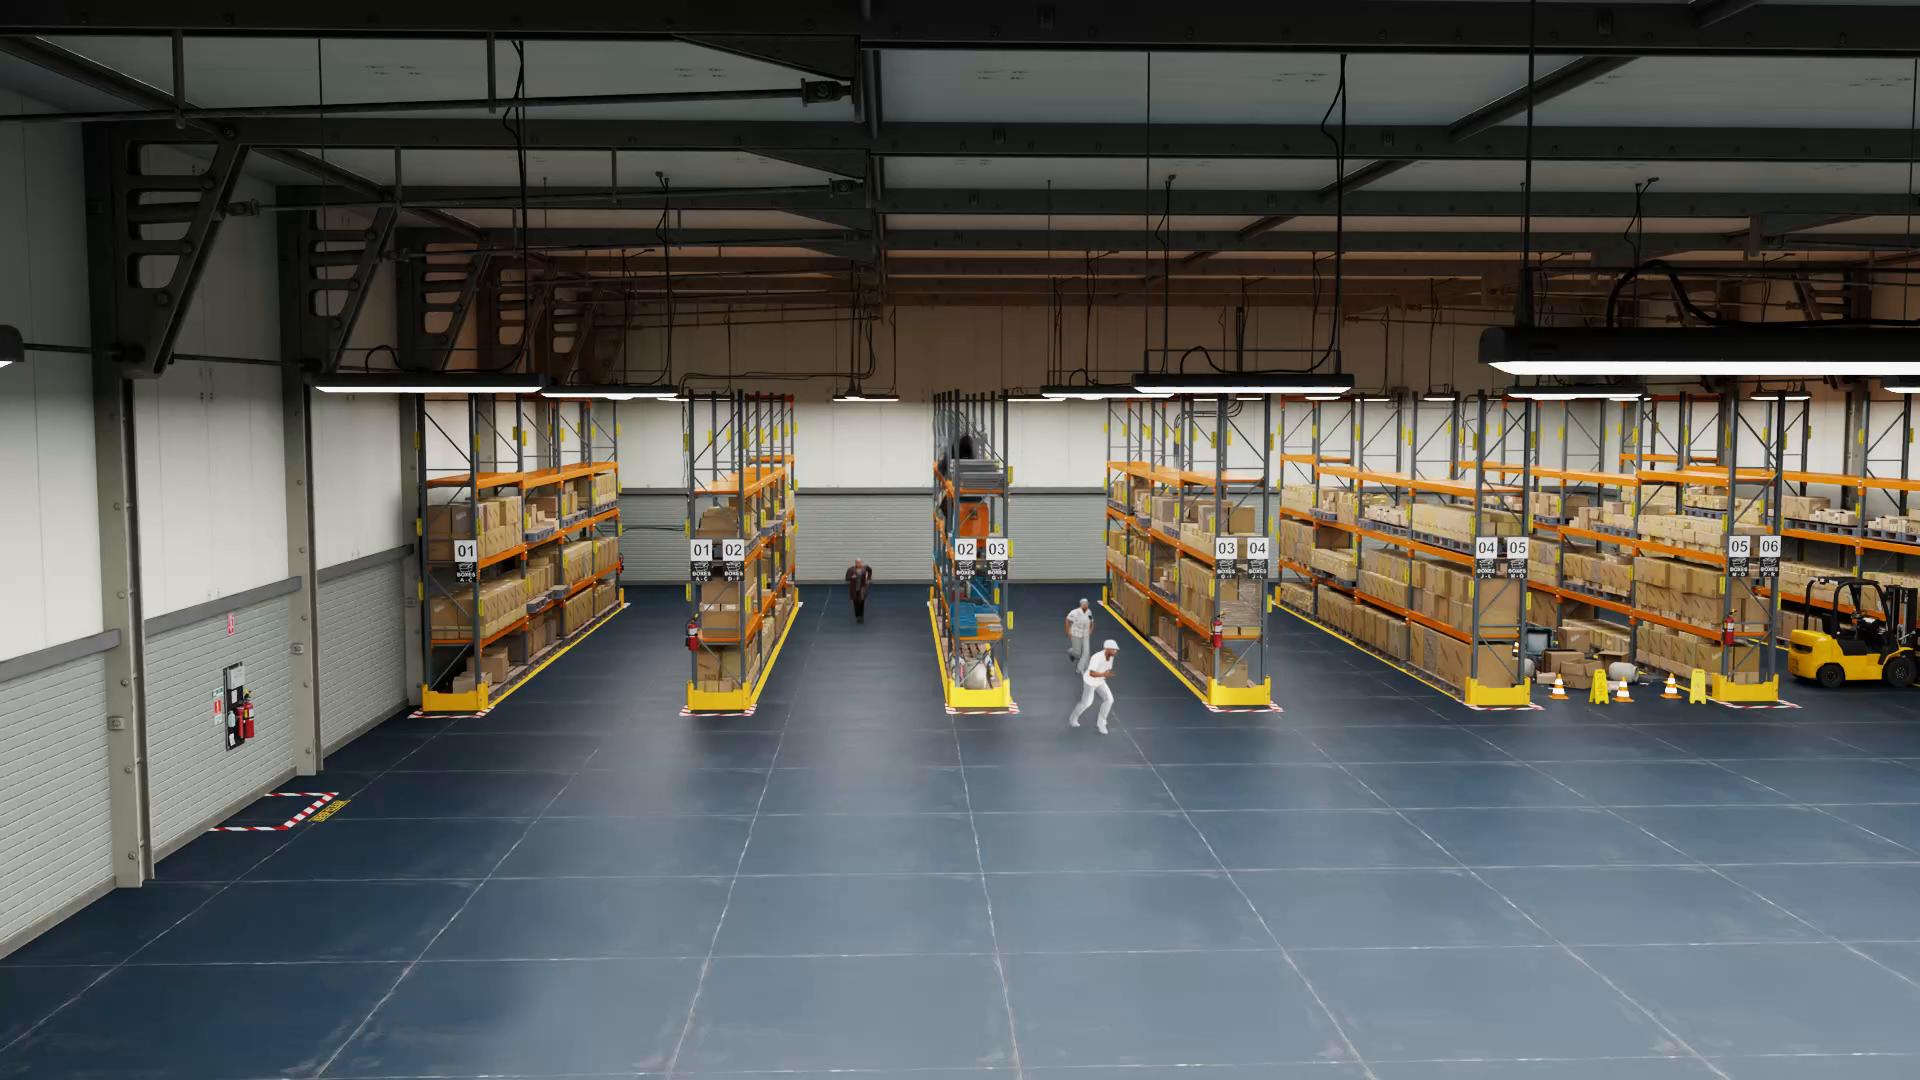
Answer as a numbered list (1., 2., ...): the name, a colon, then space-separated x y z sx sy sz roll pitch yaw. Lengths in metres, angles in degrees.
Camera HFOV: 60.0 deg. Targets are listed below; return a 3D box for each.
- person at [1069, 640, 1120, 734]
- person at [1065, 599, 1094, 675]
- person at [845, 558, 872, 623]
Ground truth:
1. person: 2.353 2.555 29.054 1.004 1.701 0.745 4 6 38
2. person: 2.545 2.050 35.473 0.636 1.632 0.670 -2 5 -21
3. person: -2.641 1.308 43.395 0.689 1.728 0.973 0 5 -3
